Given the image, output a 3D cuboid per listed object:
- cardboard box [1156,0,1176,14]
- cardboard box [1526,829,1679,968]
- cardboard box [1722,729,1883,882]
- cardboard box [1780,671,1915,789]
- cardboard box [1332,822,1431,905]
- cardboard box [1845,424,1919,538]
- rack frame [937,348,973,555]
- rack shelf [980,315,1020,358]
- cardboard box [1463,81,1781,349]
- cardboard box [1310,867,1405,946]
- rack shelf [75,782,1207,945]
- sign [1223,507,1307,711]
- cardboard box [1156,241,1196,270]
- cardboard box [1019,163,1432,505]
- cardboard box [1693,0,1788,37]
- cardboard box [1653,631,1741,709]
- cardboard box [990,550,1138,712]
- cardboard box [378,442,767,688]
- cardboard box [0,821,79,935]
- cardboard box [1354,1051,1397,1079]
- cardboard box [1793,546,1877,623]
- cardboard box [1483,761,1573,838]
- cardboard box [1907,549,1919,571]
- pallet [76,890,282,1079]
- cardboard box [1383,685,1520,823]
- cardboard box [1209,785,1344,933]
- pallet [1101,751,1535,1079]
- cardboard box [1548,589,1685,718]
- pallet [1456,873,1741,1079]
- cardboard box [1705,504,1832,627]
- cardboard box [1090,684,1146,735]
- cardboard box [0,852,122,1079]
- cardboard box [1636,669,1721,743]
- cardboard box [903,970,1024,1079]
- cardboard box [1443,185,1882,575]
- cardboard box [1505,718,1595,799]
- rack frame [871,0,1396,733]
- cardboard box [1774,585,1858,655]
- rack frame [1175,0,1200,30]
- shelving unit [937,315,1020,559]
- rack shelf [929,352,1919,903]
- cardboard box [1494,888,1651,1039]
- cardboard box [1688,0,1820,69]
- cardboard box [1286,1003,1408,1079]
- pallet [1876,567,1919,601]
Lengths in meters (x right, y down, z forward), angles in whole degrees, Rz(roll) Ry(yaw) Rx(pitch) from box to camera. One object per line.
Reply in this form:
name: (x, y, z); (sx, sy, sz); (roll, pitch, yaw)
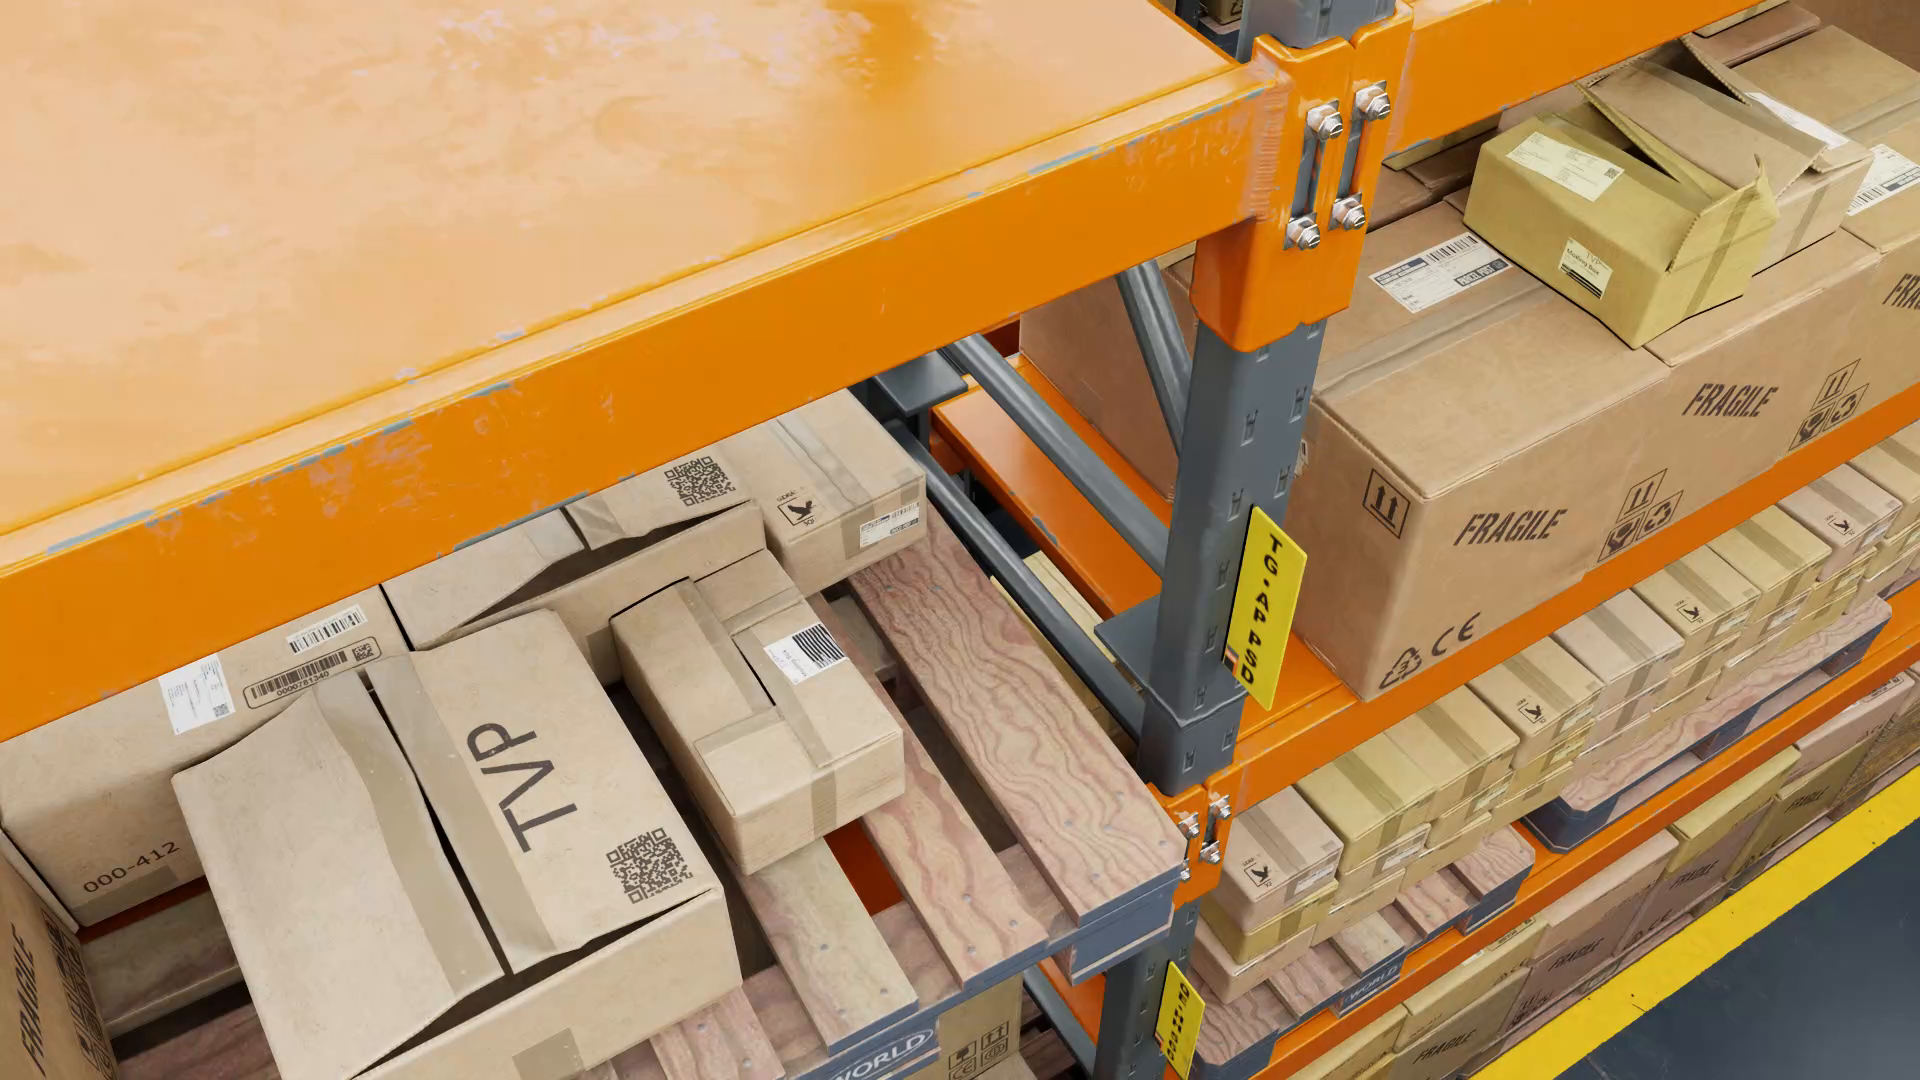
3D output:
cardboard box: (0.401, -2.994, 8.494); (0.875, 0.875, 1.225); (-25, 53, -21)
cardboard box: (1.676, 0.868, 4.804); (0.500, 0.250, 0.500); (-25, 53, -21)
cardboard box: (2.567, 0.695, 5.461); (0.500, 0.500, 0.500); (-26, 53, -22)
cardboard box: (2.556, 0.440, 5.185); (0.500, 0.250, 0.500); (-23, 52, -19)
cardboard box: (0.854, 0.608, 3.833); (0.250, 0.149, 0.380); (-23, 52, -19)
cardboard box: (2.379, -0.216, 4.368); (0.250, 0.149, 0.380); (-27, 54, -22)
rack frame: (-0.066, -0.667, 5.883); (0.015, 2.100, 0.400); (-25, 53, -21)
rack shelf: (0.140, -0.755, 5.980); (0.480, 0.518, 0.431); (-25, 53, -21)
cardboard box: (1.035, -0.539, 2.579); (0.258, 0.266, 0.396); (-25, 53, -21)
cardboard box: (0.823, 0.725, 3.928); (0.250, 0.149, 0.380); (-23, 52, -19)
rack shelf: (-1.582, 0.977, 2.290); (4.000, 0.370, 1.077); (-25, 53, -21)
sign: (0.399, 0.097, 2.193); (0.005, 0.325, 0.100); (-25, 53, -21)
cardboard box: (0.313, -0.672, 2.697); (0.258, 0.266, 0.396); (-25, 53, -21)
cardboard box: (0.457, -0.480, 3.039); (0.500, 0.500, 0.500); (-25, 53, -21)
cardboard box: (1.390, -1.198, 3.165); (0.258, 0.266, 0.396); (-25, 53, -21)
cardboard box: (1.714, 0.204, 4.193); (0.250, 0.149, 0.380); (-26, 53, -21)
cardboard box: (0.279, 0.200, 3.997); (0.250, 0.149, 0.380); (-27, 54, -22)
cardboard box: (-0.620, -0.053, 2.437); (0.500, 0.311, 0.500); (-25, 53, -21)
cardboard box: (-1.478, 0.352, 2.077); (0.500, 0.311, 0.500); (-26, 53, -21)
cardboard box: (0.844, 1.509, 4.735); (0.500, 0.500, 0.500); (-27, 54, -22)
cardboard box: (2.148, 0.001, 4.374); (0.250, 0.149, 0.380); (-25, 53, -21)
cardboard box: (1.278, 0.509, 4.121); (0.250, 0.149, 0.380); (-23, 52, -19)
cardboard box: (2.619, -0.126, 4.686); (0.250, 0.149, 0.380); (-28, 54, -23)
pallet: (-1.351, 0.741, 2.144); (1.213, 0.211, 1.003); (-23, 52, -19)
cardboard box: (1.039, 0.419, 3.802); (0.250, 0.149, 0.380); (-25, 53, -21)
cardboard box: (0.607, 0.621, 3.622); (0.250, 0.149, 0.380); (-25, 53, -21)
pallet: (0.655, 0.651, 4.235); (1.003, 0.211, 1.213); (-25, 53, -21)
cardboard box: (1.492, 0.205, 3.993); (0.250, 0.149, 0.380); (-23, 52, -19)
pallet: (1.802, 1.072, 5.599); (1.213, 0.211, 1.003); (-25, 53, -21)
cardboard box: (1.927, 0.001, 4.174); (0.250, 0.149, 0.380); (-26, 53, -21)
cardboard box: (0.284, 0.299, 4.108); (0.250, 0.149, 0.380); (-24, 53, -20)
cardboard box: (-1.211, 0.604, 1.725); (0.500, 0.500, 0.500); (-25, 53, -21)
cardboard box: (1.716, 0.302, 4.305); (0.250, 0.149, 0.380); (-25, 53, -20)
cardboard box: (-0.275, 0.745, 3.286); (0.500, 0.500, 0.700); (-25, 53, -21)
cardboard box: (1.154, -0.355, 2.928); (0.500, 0.500, 0.500); (-25, 53, -21)
cardboard box: (1.291, 0.399, 4.019); (0.250, 0.149, 0.380); (-25, 53, -21)
rack frame: (0.110, -1.057, 1.610); (0.127, 3.000, 1.000); (-25, 53, -21)
cardboard box: (2.162, 0.093, 4.491); (0.250, 0.149, 0.380); (-23, 52, -19)
rack frame: (0.931, -3.828, 8.096); (0.127, 3.000, 1.000); (-25, 53, -21)
shelving unit: (0.140, -0.764, 5.970); (0.503, 2.100, 0.431); (-25, 53, -21)
rack shelf: (1.801, -0.617, 3.709); (4.000, 0.370, 1.077); (-25, 53, -21)
cardboard box: (1.699, 1.100, 5.100); (0.500, 0.500, 0.500); (-26, 53, -22)
cardboard box: (1.298, -0.884, 3.399); (0.500, 0.500, 0.500); (-25, 53, -21)
cardboard box: (0.822, 1.259, 4.456); (0.500, 0.250, 0.500); (-27, 54, -22)
pallet: (2.768, -0.379, 5.153); (1.213, 0.211, 1.003); (-25, 53, -21)
